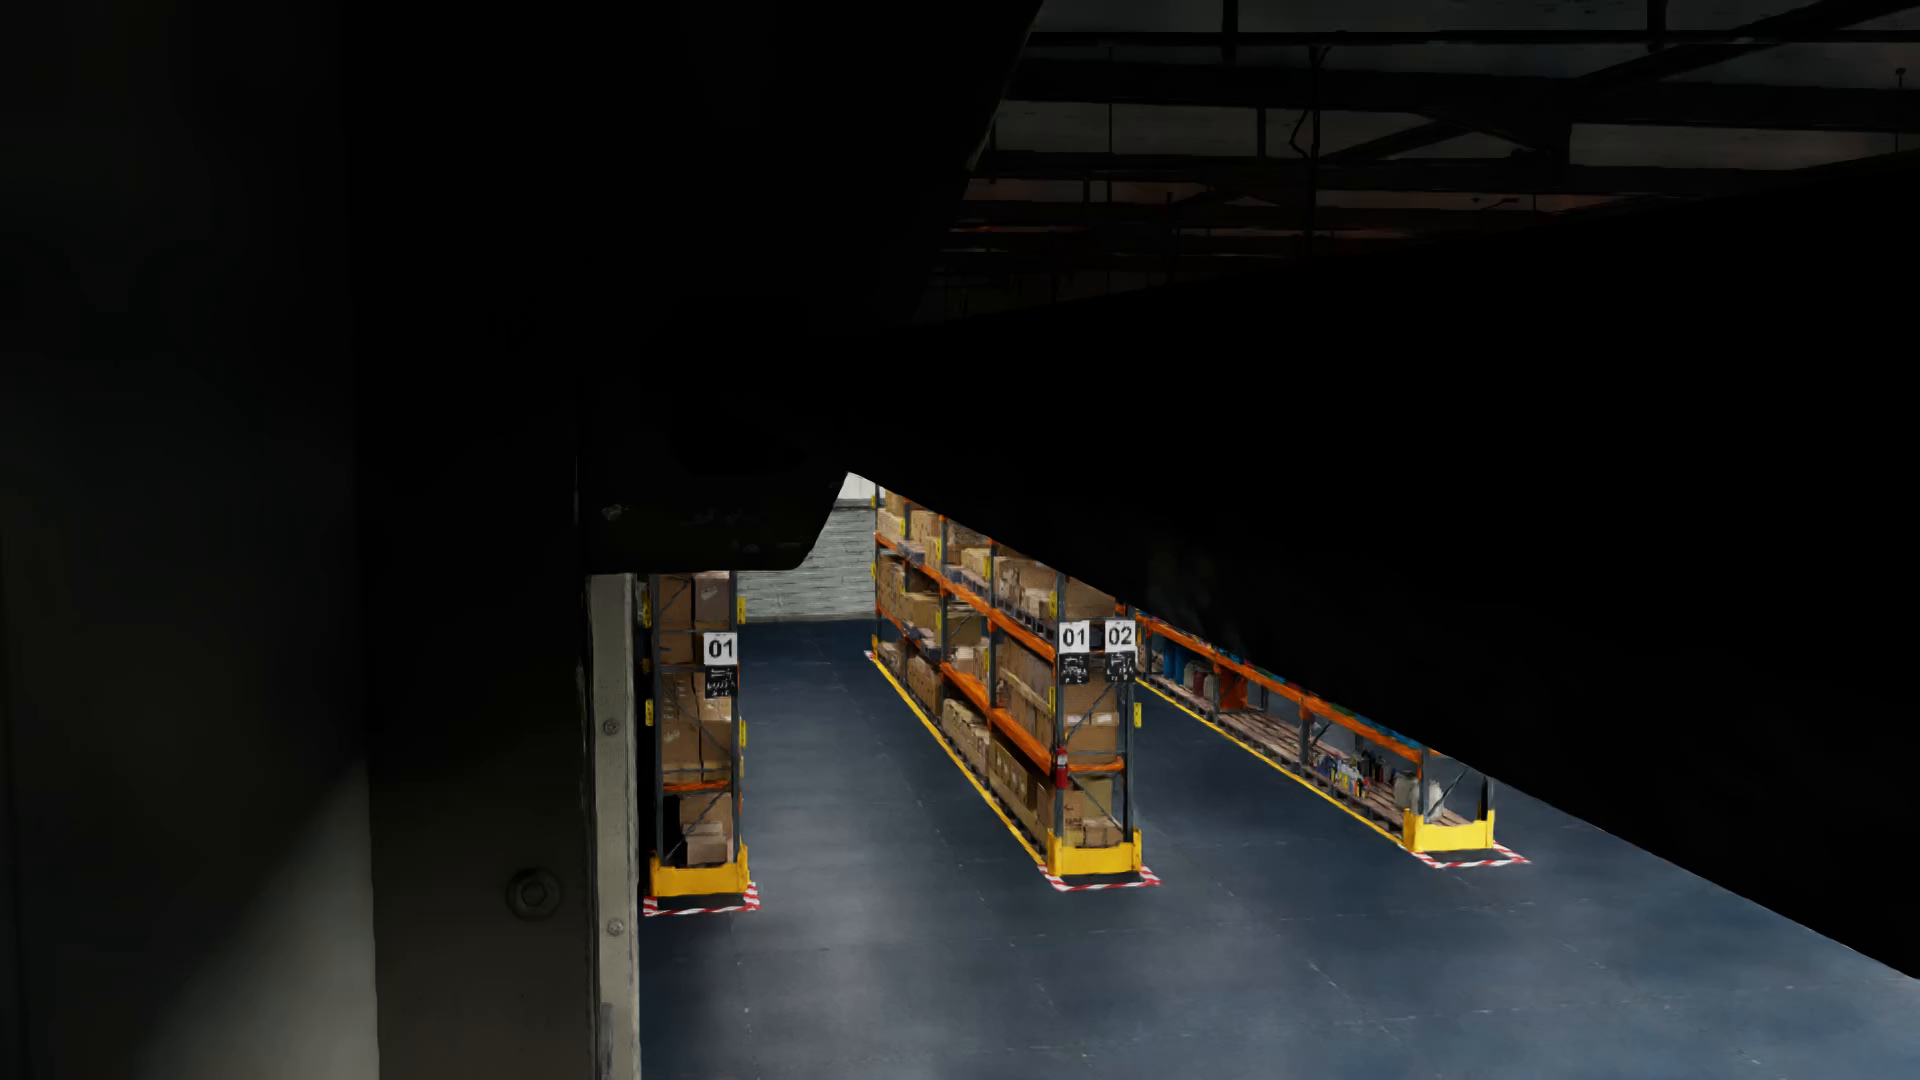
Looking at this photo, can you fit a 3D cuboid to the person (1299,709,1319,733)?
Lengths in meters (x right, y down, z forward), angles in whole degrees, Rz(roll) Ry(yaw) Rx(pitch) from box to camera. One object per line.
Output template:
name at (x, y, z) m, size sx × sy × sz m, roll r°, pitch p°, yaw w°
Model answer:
person at (6.130, 2.506, 29.063) m, size 0.388 × 1.662 × 0.621 m, roll 1°, pitch 6°, yaw 7°

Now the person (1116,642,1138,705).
person at (3.041, 2.324, 31.283) m, size 0.639 × 1.620 × 0.512 m, roll -1°, pitch 6°, yaw -13°
